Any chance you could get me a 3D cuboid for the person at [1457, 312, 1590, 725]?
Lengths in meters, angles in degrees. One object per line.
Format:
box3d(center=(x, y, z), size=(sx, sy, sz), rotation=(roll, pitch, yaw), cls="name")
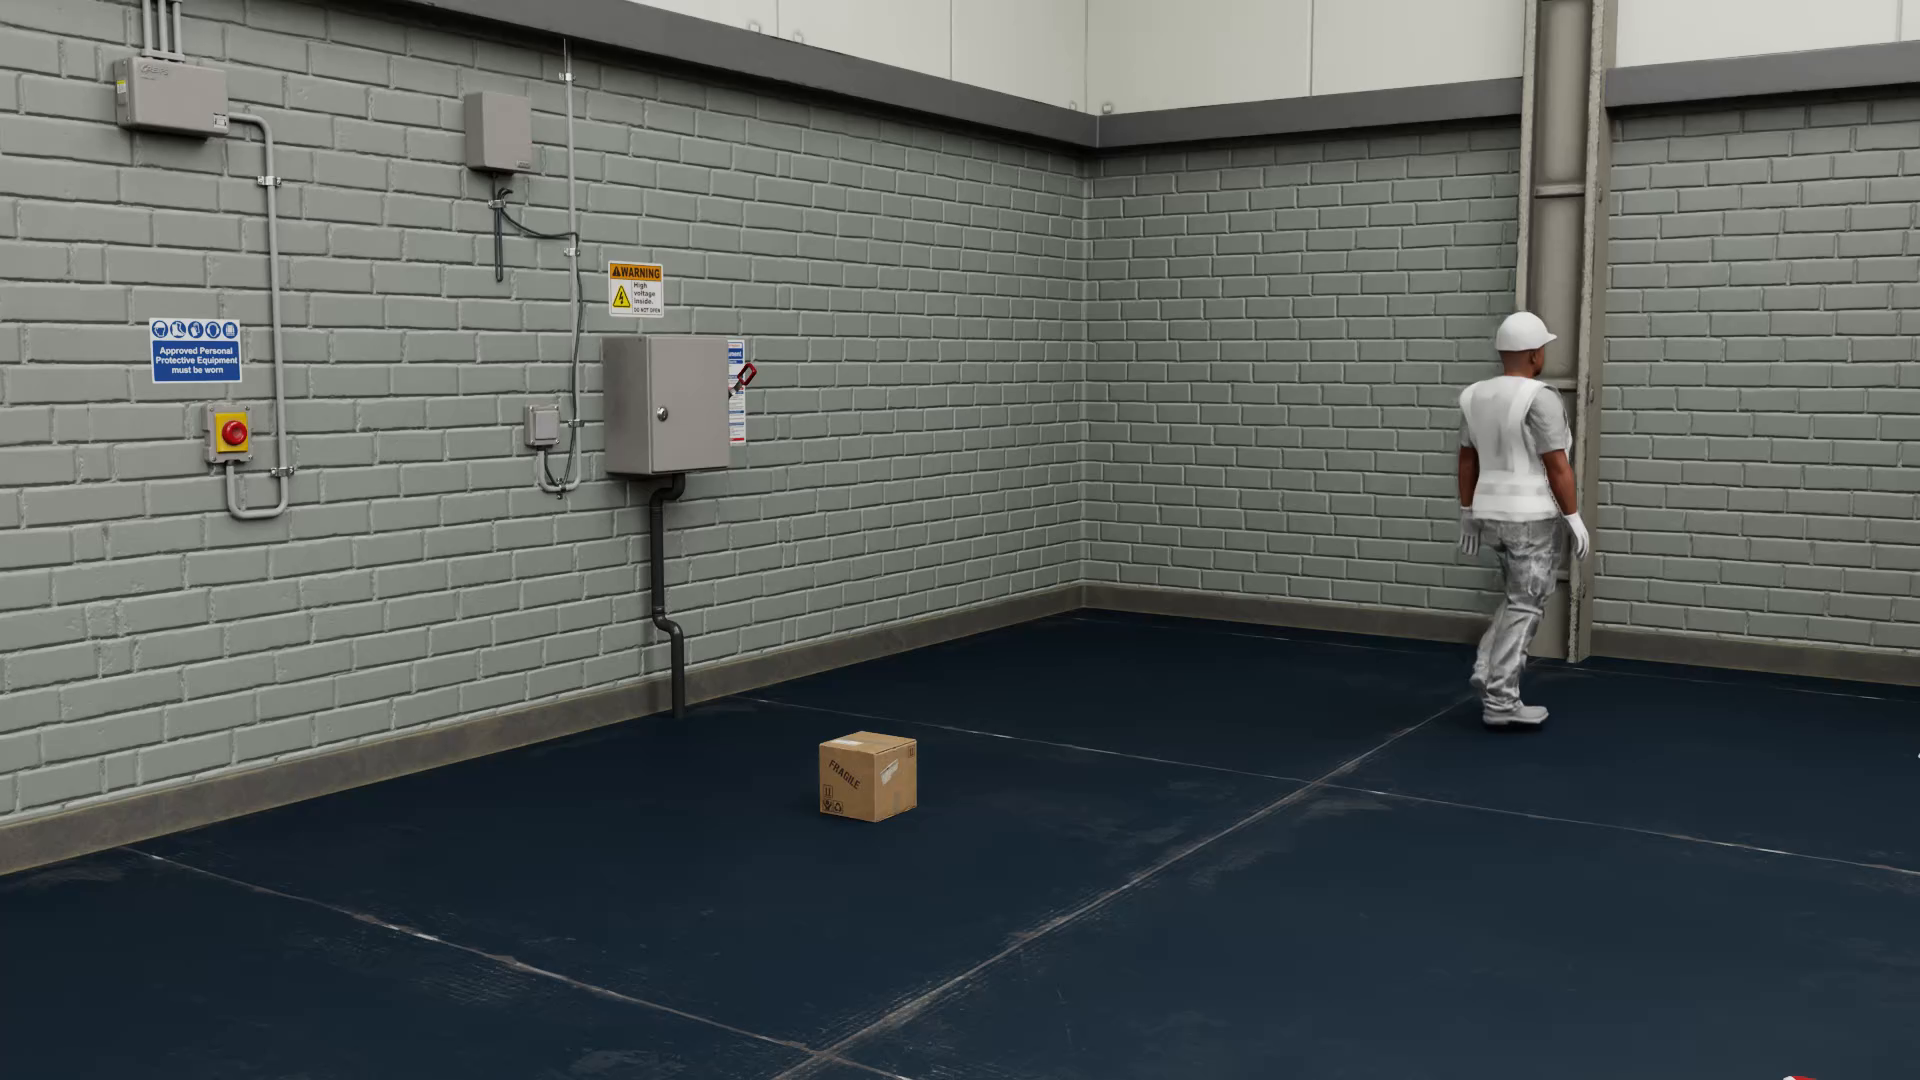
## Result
box3d(center=(2.469, -0.080, 7.214), size=(0.464, 1.803, 0.560), rotation=(-2, 7, -20), cls="person")
